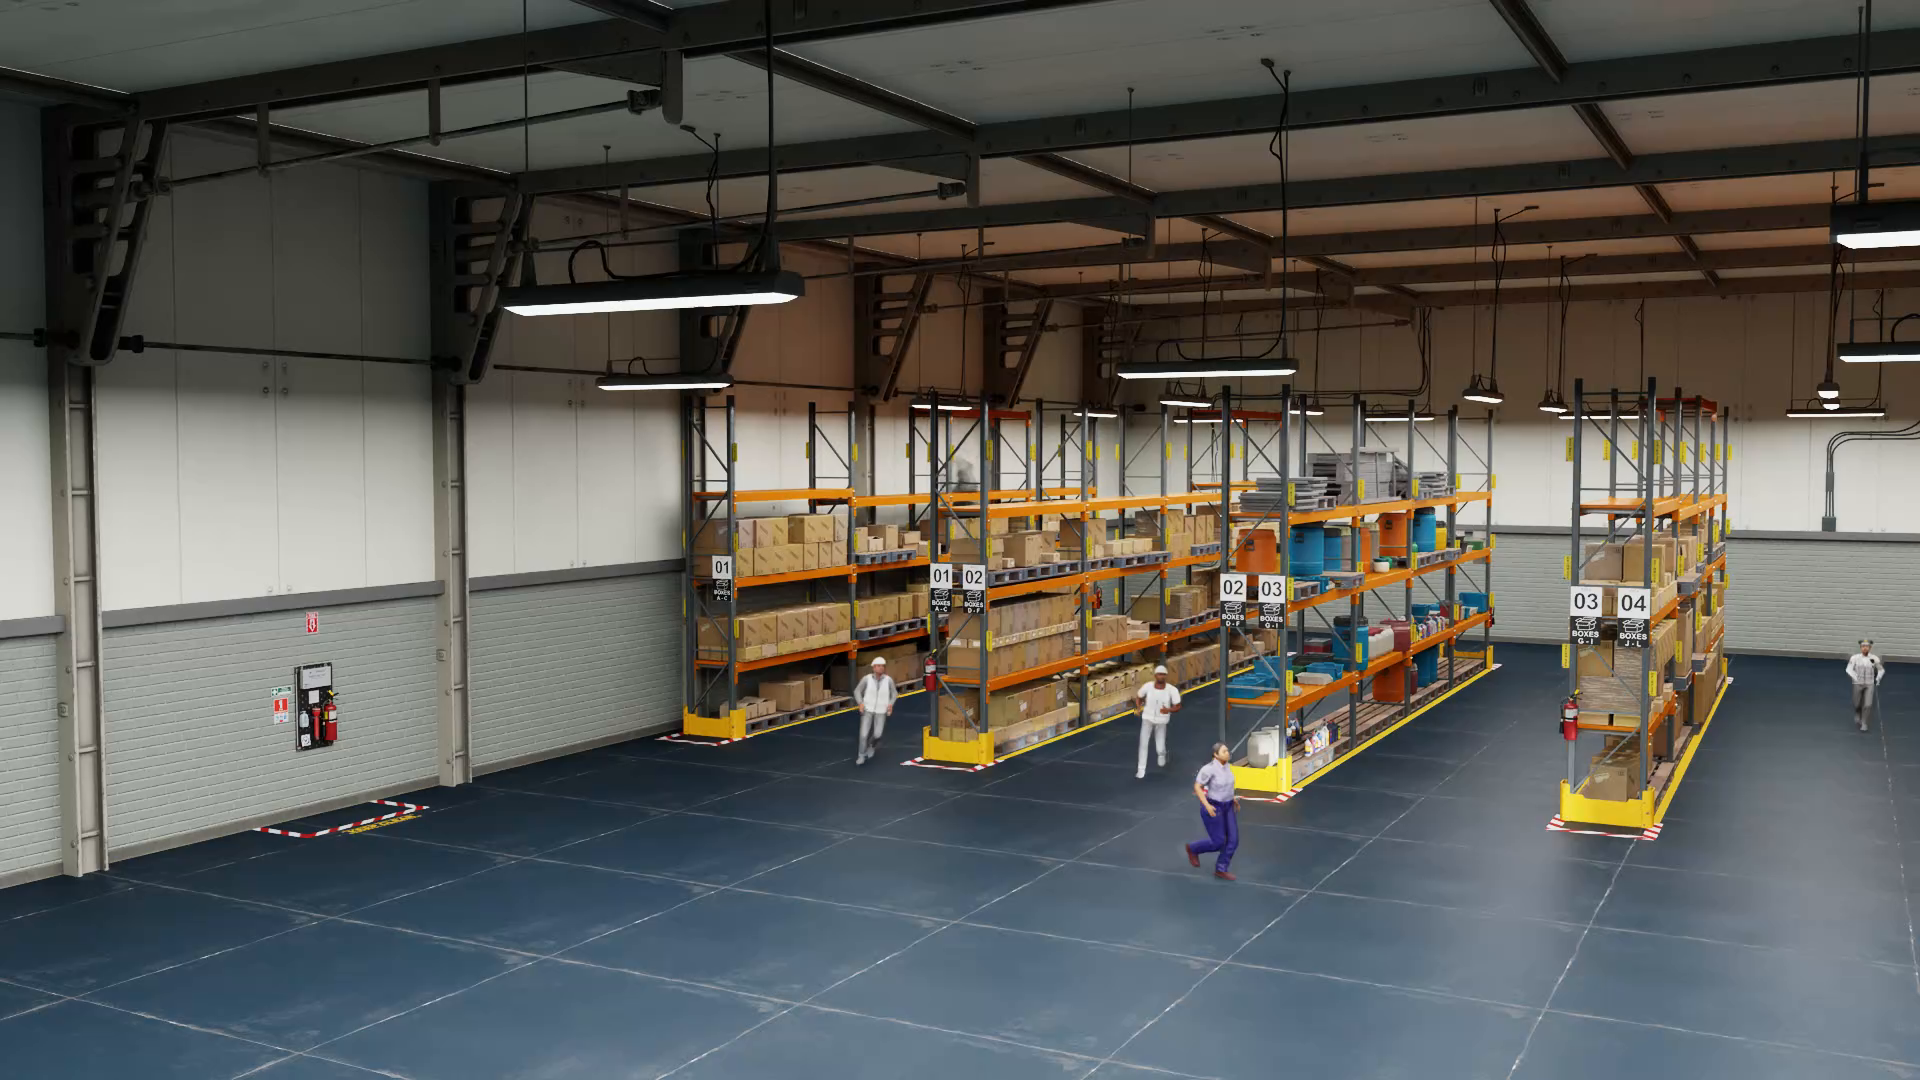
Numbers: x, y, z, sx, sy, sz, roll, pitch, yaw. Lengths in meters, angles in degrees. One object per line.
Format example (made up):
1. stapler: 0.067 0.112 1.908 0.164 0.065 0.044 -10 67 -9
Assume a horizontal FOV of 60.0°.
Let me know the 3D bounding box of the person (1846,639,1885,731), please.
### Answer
1. person: 16.331 2.595 29.994 0.620 1.650 0.650 2 3 29

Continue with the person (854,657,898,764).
1. person: -1.351 2.743 26.761 0.711 1.715 0.514 0 3 -5

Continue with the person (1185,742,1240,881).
1. person: 2.983 3.177 19.598 0.630 1.616 0.612 -3 4 -43

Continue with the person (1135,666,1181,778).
1. person: 3.072 2.804 25.886 0.728 1.709 0.735 1 3 13
